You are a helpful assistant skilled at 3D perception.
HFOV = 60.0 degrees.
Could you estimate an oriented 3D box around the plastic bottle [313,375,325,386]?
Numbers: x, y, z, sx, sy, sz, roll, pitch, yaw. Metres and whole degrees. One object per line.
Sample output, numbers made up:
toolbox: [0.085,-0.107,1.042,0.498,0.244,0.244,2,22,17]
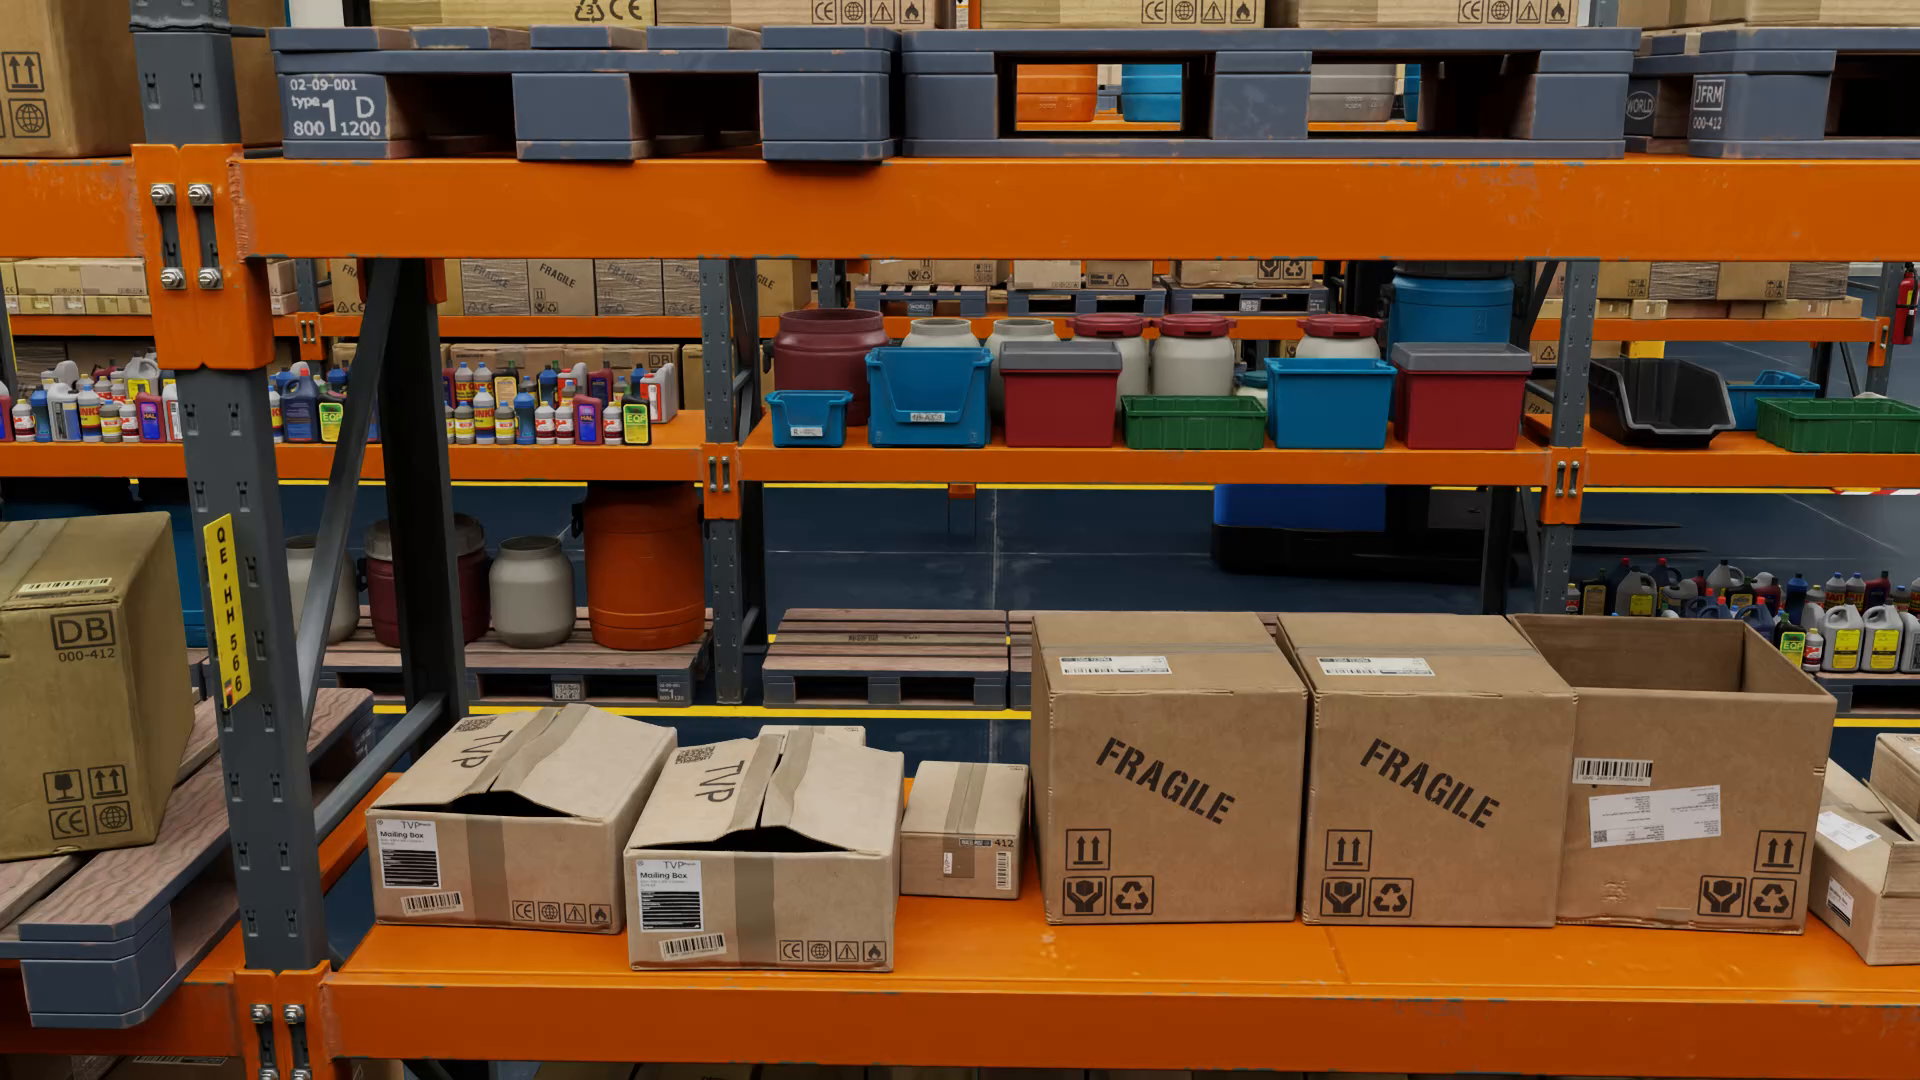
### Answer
plastic bottle: [-3.376,-0.765,8.750,0.097,0.201,0.097,0,15,0]

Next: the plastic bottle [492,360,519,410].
plastic bottle: [-2.382,-0.803,8.732,0.133,0.283,0.061,0,15,1]

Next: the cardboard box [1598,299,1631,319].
cardboard box: [4.952,-1.798,12.768,0.250,0.149,0.380,0,15,1]

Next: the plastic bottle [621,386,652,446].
plastic bottle: [-1.547,-0.595,7.942,0.133,0.283,0.061,0,15,1]

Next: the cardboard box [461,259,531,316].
cardboard box: [-3.548,-2.022,12.926,0.500,0.500,0.500,0,15,0]

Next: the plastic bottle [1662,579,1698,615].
plastic bottle: [3.731,0.343,8.637,0.135,0.276,0.152,0,15,1]

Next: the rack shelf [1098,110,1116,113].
rack shelf: [1.222,-4.374,17.569,4.000,0.370,1.077,0,15,1]

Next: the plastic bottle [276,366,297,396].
plastic bottle: [-3.477,-0.761,8.596,0.097,0.271,0.097,0,15,0]

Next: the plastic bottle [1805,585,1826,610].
plastic bottle: [4.519,0.340,8.793,0.097,0.201,0.097,0,15,0]

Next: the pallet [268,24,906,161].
pallet: [-0.581,-0.871,3.253,1.003,0.211,1.213,1,15,4]

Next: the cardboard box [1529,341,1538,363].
cardboard box: [5.661,-2.401,17.902,0.875,0.875,0.875,0,15,1]

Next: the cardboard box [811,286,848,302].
cardboard box: [-1.468,-2.579,17.842,0.500,0.250,0.500,0,15,0]

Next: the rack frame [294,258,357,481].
rack frame: [-5.004,-2.046,13.216,0.127,3.000,1.000,0,15,1]

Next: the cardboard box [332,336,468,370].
cardboard box: [-4.364,-1.223,13.437,0.875,0.875,1.225,0,15,2]

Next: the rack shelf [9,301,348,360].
rack shelf: [-7.003,-1.712,13.357,4.000,0.370,1.077,0,15,1]

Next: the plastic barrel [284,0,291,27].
plastic barrel: [-3.420,-2.707,8.034,0.708,0.901,0.600,0,15,1]

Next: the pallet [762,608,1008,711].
pallet: [-0.358,0.606,8.629,1.213,0.211,1.003,0,15,1]

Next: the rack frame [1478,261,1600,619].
rack frame: [2.867,-0.731,8.231,0.127,3.000,1.000,0,15,1]

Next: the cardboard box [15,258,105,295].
cardboard box: [-6.986,-2.064,12.993,0.500,0.250,0.500,0,15,0]

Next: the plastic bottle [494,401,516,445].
plastic bottle: [-2.185,-0.564,7.986,0.097,0.201,0.097,0,15,0]

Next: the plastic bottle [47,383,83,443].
plastic bottle: [-4.312,-0.621,8.056,0.135,0.276,0.152,0,15,1]

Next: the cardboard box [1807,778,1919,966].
cardboard box: [1.853,0.638,3.305,0.258,0.266,0.396,0,15,0]

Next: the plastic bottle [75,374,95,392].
plastic bottle: [-4.612,-0.773,8.780,0.097,0.201,0.097,0,15,0]

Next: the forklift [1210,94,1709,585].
forklift: [3.161,-1.280,10.447,3.031,2.935,1.130,2,15,8]

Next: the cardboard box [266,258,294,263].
cardboard box: [-5.470,-2.415,12.855,0.500,0.500,0.500,1,15,3]

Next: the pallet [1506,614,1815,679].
pallet: [3.537,0.632,8.530,1.213,0.211,1.003,0,15,1]

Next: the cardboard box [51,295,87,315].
cardboard box: [-6.856,-1.854,12.978,0.250,0.149,0.380,1,15,2]

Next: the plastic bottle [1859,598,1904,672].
plastic bottle: [4.463,0.453,8.072,0.185,0.351,0.144,1,15,4]

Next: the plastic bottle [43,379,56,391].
plastic bottle: [-4.713,-0.735,8.636,0.097,0.201,0.097,0,15,0]

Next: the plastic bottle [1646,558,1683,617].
plastic bottle: [3.710,0.269,8.771,0.185,0.351,0.144,0,15,-1]

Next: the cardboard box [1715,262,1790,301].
cardboard box: [5.940,-2.144,12.806,0.500,0.500,0.875,0,15,1]

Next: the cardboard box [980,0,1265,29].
cardboard box: [0.289,-1.081,3.148,0.500,0.250,0.500,0,15,0]

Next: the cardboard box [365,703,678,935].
cardboard box: [-0.899,0.563,3.502,0.500,0.311,0.500,1,15,5]

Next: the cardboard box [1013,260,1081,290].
cardboard box: [0.664,-2.081,12.819,0.500,0.250,0.500,0,15,0]

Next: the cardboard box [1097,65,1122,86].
cardboard box: [1.117,-3.521,12.562,0.250,0.166,0.380,0,15,0]

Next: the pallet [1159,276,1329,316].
pallet: [2.233,-1.944,13.203,1.213,0.211,1.003,0,15,1]

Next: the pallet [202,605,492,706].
pallet: [-3.137,0.588,8.698,1.213,0.211,1.003,0,15,1]

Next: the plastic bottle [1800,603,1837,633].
plastic bottle: [4.256,0.450,8.230,0.135,0.276,0.152,0,15,1]

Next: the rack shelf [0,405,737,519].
rack shelf: [-3.131,-0.422,8.471,4.000,0.370,1.077,0,15,1]

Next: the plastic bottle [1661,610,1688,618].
plastic bottle: [3.498,0.482,8.109,0.135,0.276,0.152,1,15,3]

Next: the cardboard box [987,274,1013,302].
cardboard box: [0.550,-3.471,22.944,0.625,0.372,0.950,0,15,0]

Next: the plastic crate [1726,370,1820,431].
plastic crate: [3.980,-0.721,8.485,0.616,0.251,0.499,0,15,1]

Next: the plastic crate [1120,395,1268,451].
plastic crate: [1.119,-0.568,8.028,0.662,0.188,0.450,0,15,1]

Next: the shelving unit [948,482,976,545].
shelving unit: [0.014,-0.580,11.187,0.189,1.200,0.258,0,15,1]

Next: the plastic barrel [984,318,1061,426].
plastic barrel: [0.323,-0.856,8.486,0.421,0.512,0.421,0,15,0]

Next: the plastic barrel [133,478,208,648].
plastic barrel: [-3.879,0.041,8.595,0.708,0.901,0.600,0,15,1]

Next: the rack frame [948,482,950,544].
rack frame: [-0.077,-0.581,11.189,0.006,1.200,0.240,0,15,1]

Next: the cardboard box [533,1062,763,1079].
cardboard box: [-0.732,1.302,3.993,0.500,0.311,0.500,1,15,3]

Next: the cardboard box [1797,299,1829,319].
cardboard box: [6.452,-1.798,12.766,0.250,0.149,0.380,0,15,1]

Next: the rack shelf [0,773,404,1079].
rack shelf: [-3.261,0.841,3.683,4.000,0.370,1.077,0,15,1]

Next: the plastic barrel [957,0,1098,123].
plastic barrel: [0.338,-2.350,7.646,0.708,0.830,0.600,0,15,1]

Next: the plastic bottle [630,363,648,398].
plastic bottle: [-1.671,-0.788,8.699,0.097,0.271,0.097,0,15,0]
